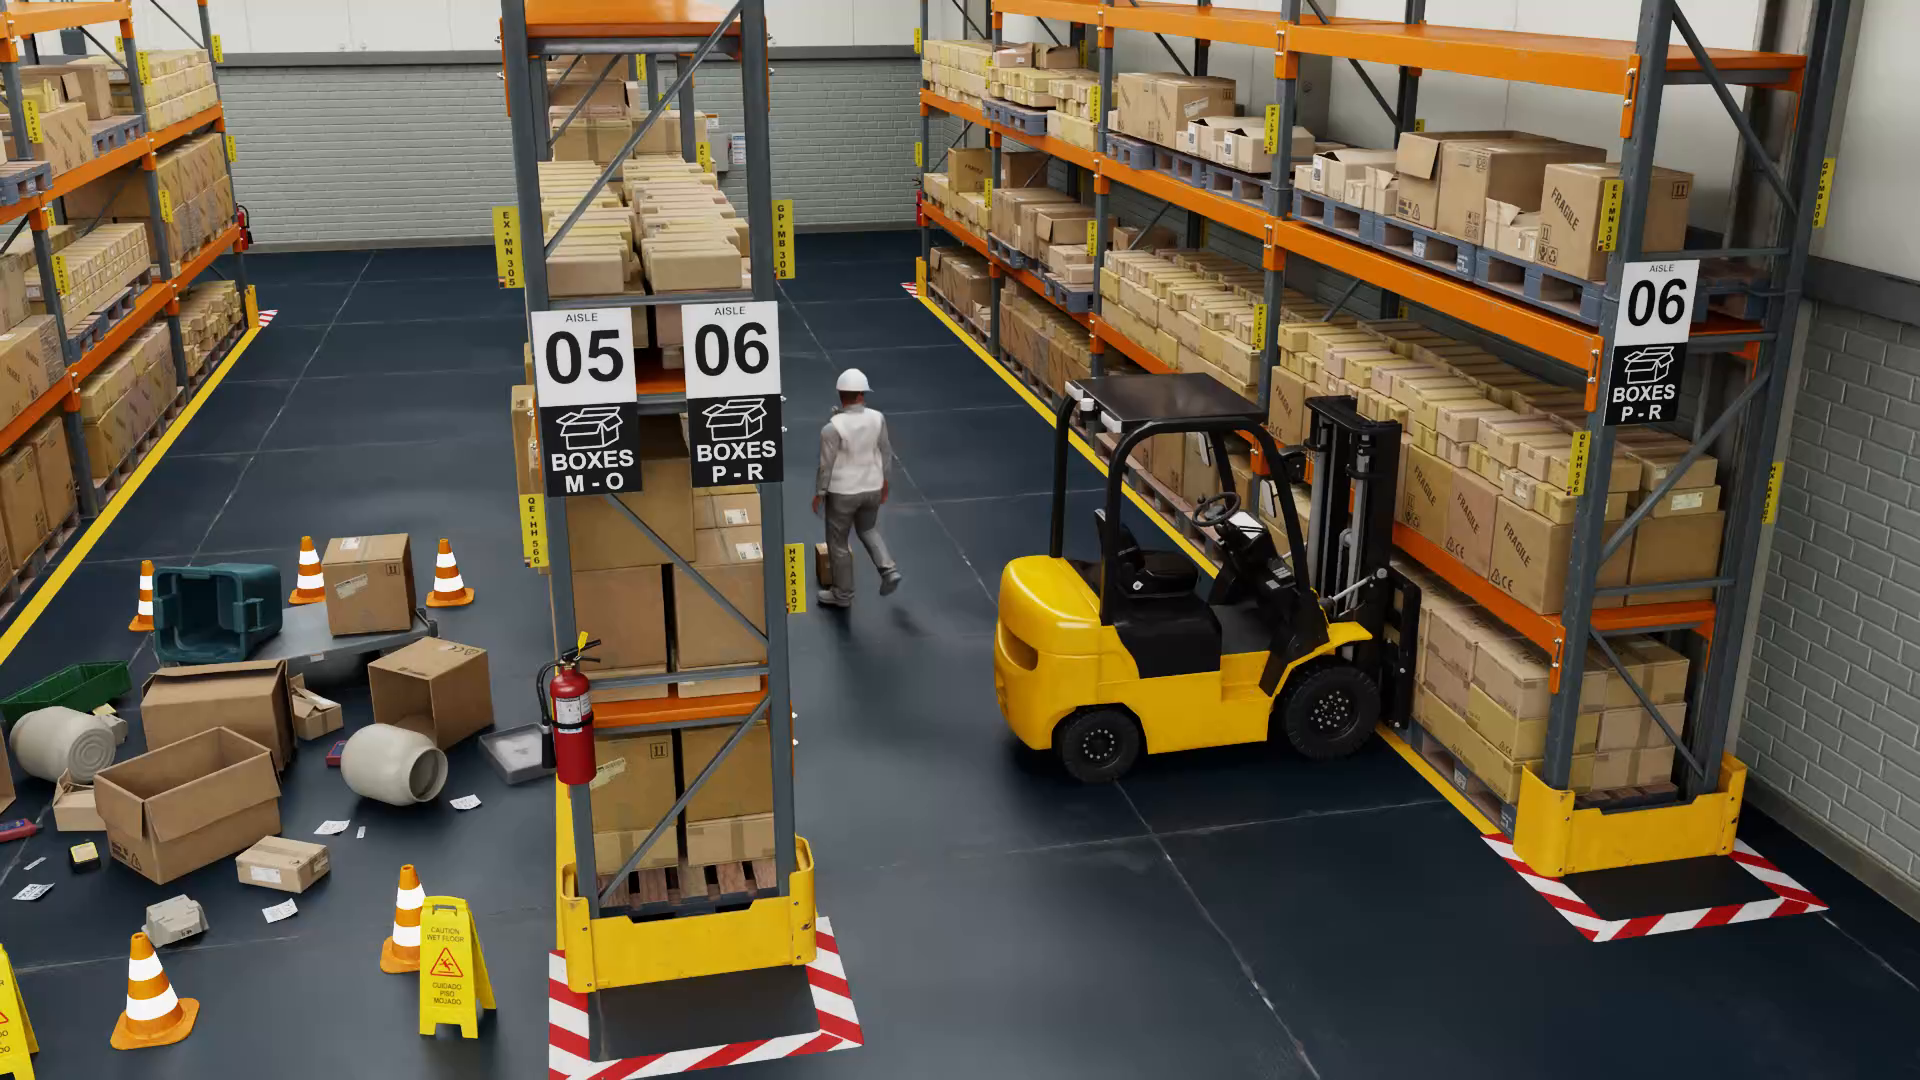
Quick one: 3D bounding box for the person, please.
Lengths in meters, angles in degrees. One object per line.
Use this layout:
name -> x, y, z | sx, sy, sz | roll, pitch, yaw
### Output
person -> -0.755, -0.359, 11.993 | 0.580, 1.764, 0.571 | -15, 25, -37
